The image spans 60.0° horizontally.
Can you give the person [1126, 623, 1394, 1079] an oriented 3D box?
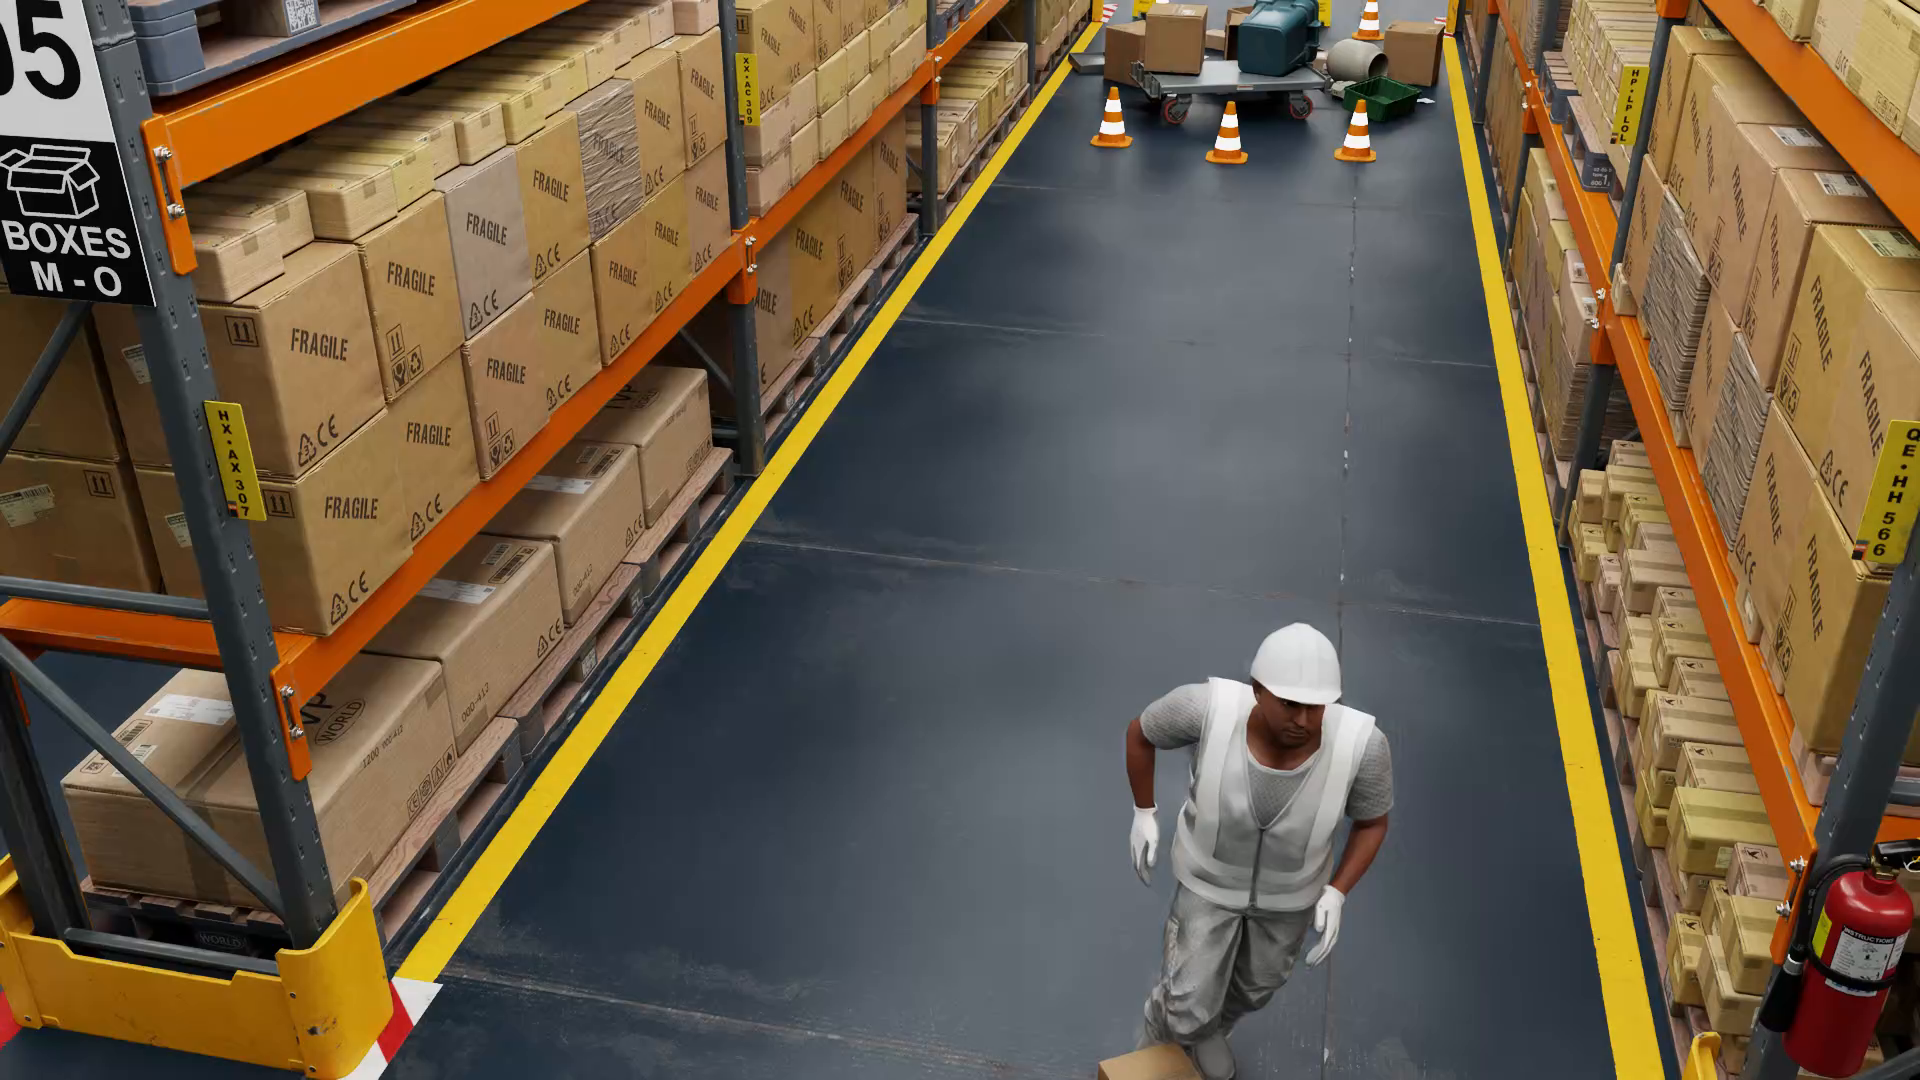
[{"bbox_3d":[0.773,0.916,4.471,0.683,1.724,0.708,2,29,4],"label":"person"}]
